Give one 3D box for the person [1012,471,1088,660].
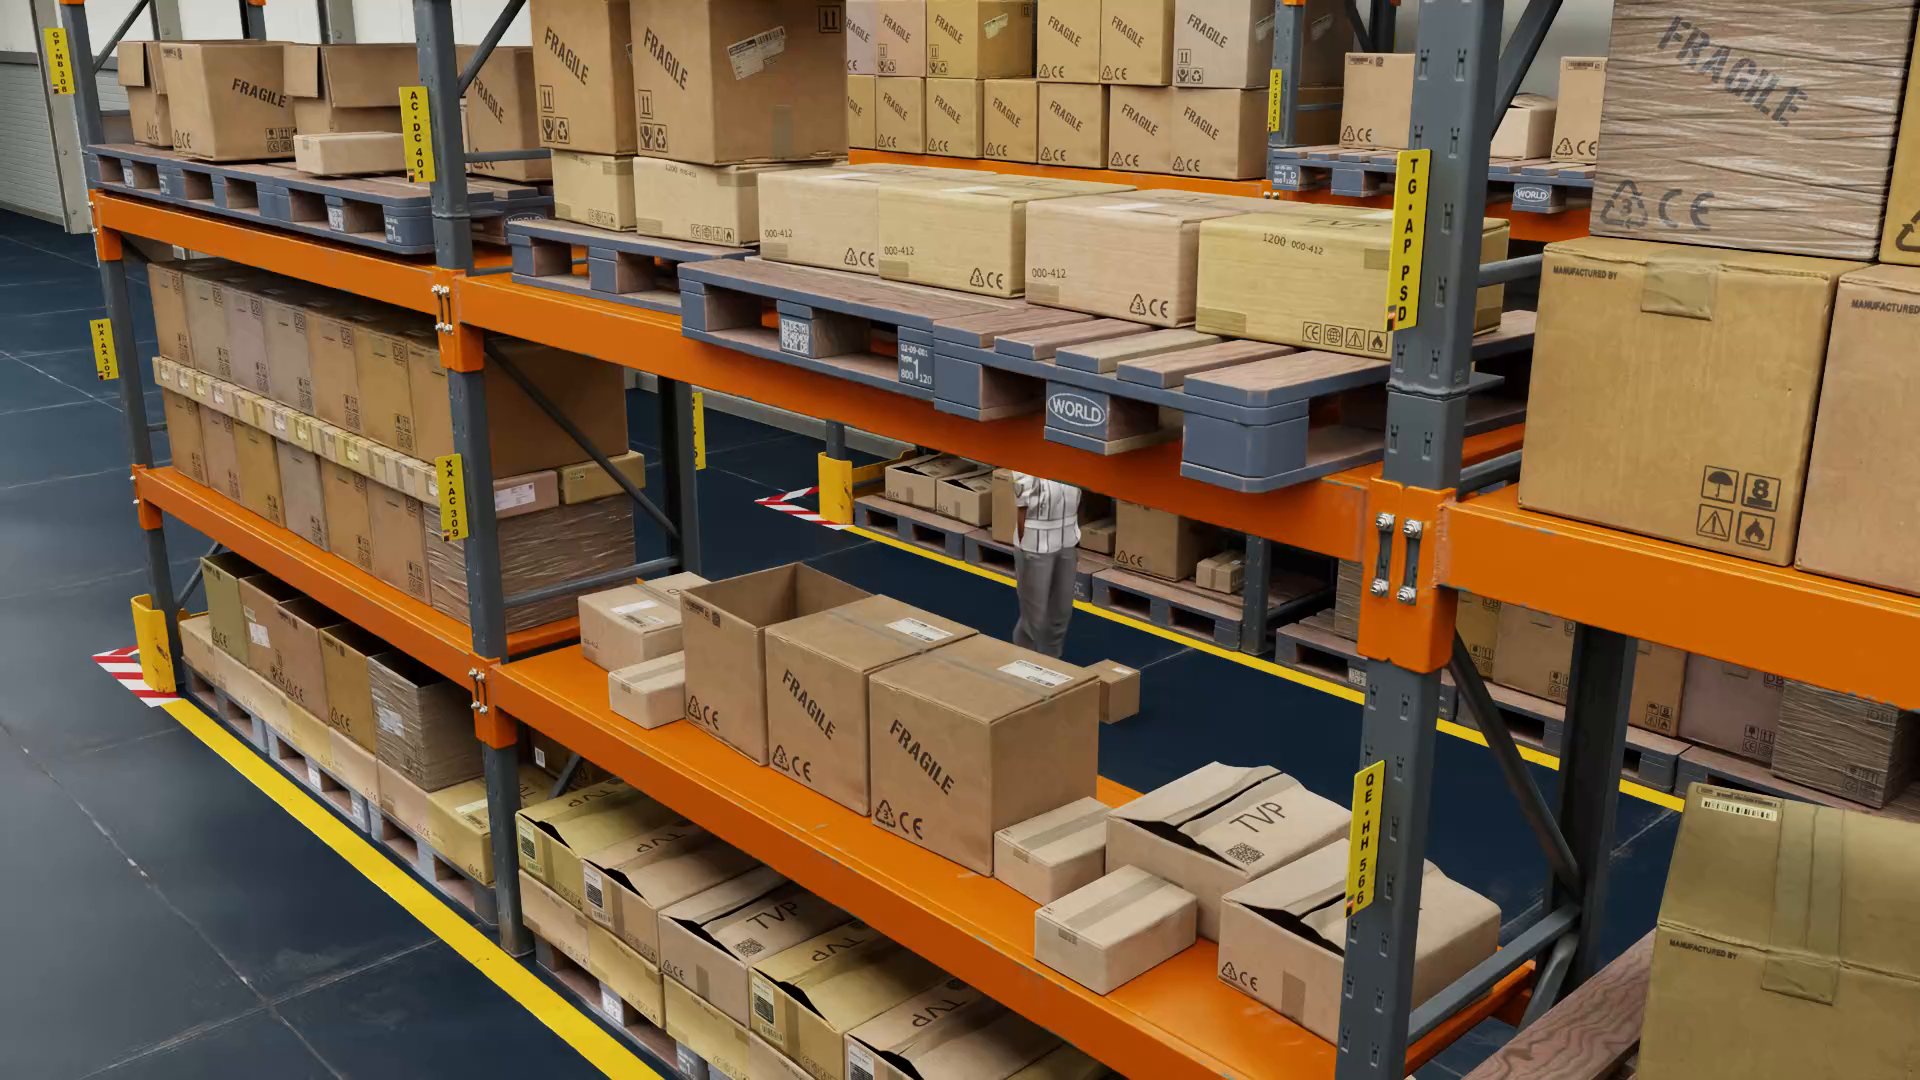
[{"bbox_3d":[0.500,0.059,9.354,0.437,1.693,0.338,-15,23,-40],"label":"person"}]
